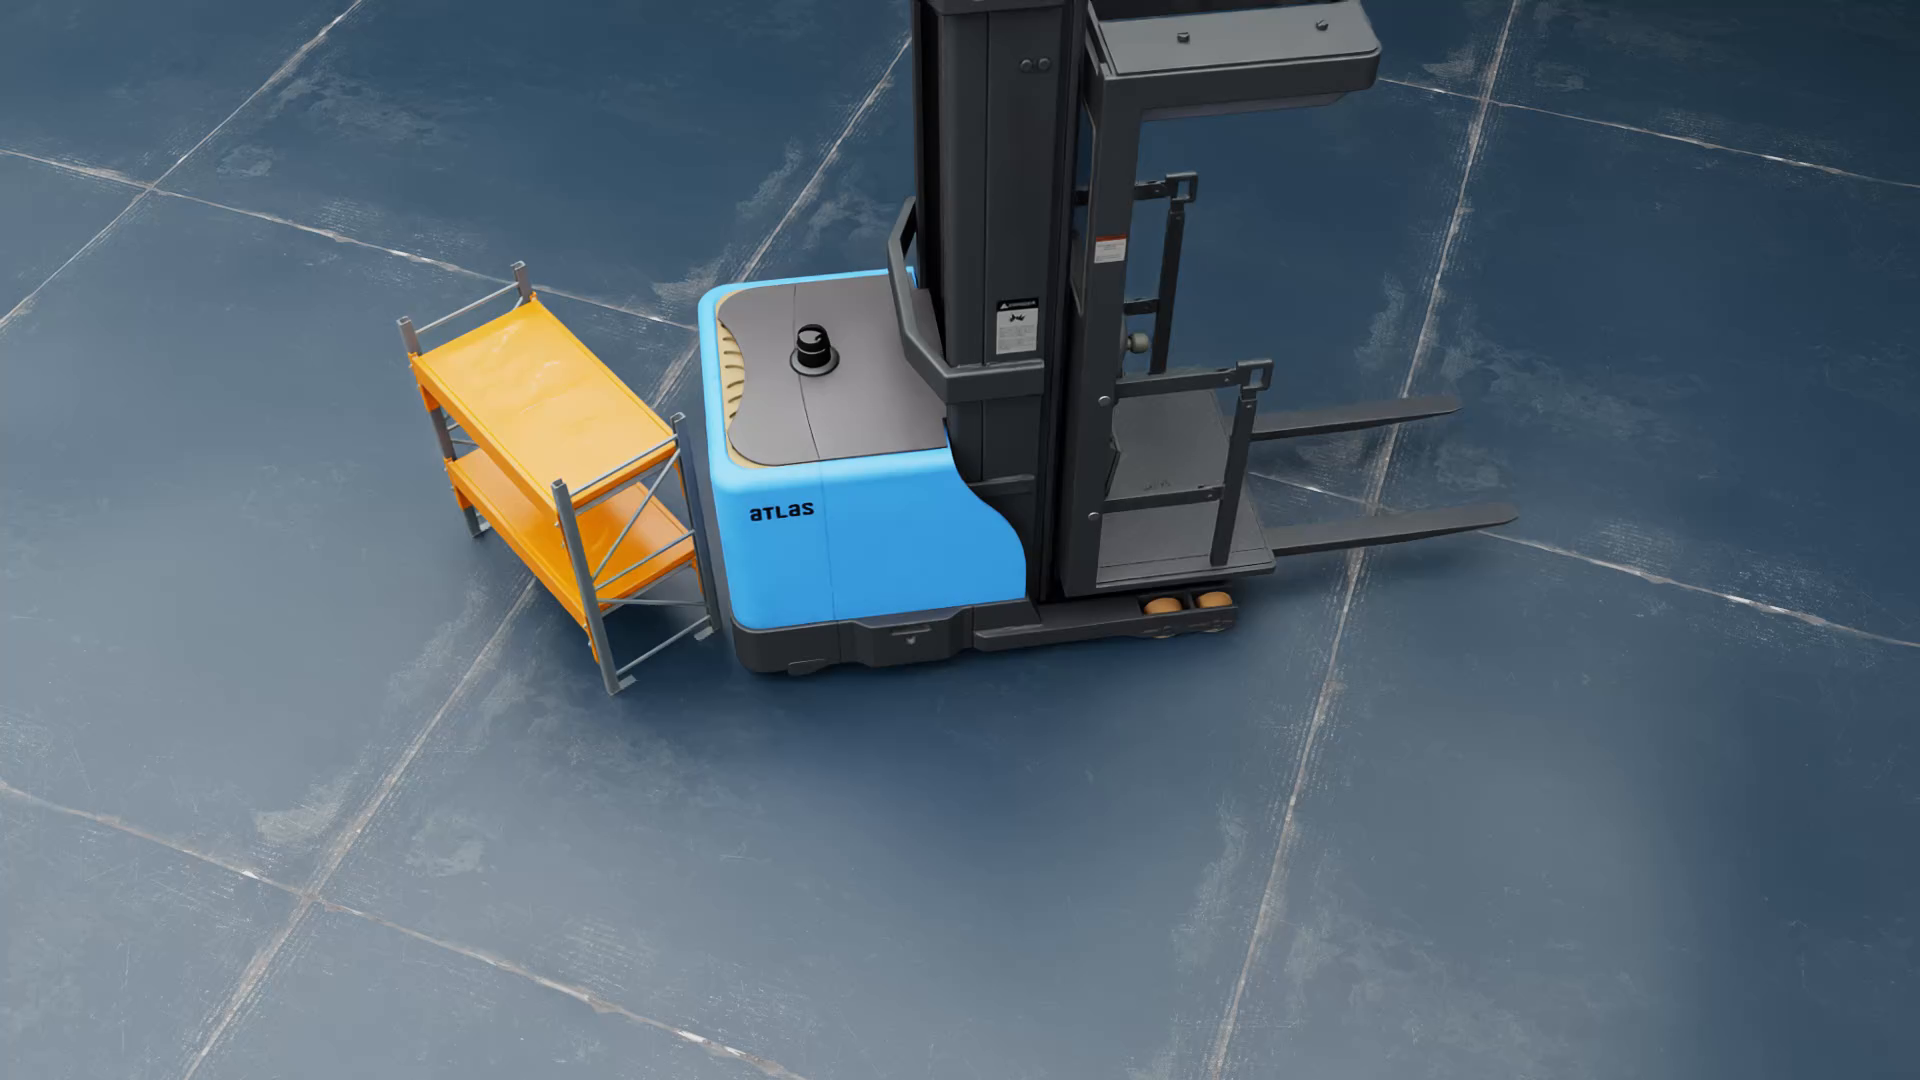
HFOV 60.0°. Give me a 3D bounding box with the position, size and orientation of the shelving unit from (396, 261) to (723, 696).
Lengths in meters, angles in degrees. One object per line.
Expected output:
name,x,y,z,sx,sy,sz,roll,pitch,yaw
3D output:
shelving unit,-1.434,-0.217,6.060,0.538,1.125,1.048,-33,57,-25

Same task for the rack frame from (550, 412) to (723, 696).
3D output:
rack frame,-1.104,0.075,5.807,0.500,1.125,0.032,-33,57,-25

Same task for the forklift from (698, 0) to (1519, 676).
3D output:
forklift,0.606,-0.979,5.526,3.031,2.935,1.130,-7,49,-6

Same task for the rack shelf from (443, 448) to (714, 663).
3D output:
rack shelf,-1.434,-0.057,6.245,0.538,0.278,1.000,-33,57,-25

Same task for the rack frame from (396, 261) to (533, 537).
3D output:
rack frame,-1.764,-0.509,6.314,0.500,1.125,0.032,-33,57,-25

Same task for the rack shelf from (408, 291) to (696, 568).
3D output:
rack shelf,-1.434,-0.409,5.839,0.538,0.278,1.000,-33,57,-25
